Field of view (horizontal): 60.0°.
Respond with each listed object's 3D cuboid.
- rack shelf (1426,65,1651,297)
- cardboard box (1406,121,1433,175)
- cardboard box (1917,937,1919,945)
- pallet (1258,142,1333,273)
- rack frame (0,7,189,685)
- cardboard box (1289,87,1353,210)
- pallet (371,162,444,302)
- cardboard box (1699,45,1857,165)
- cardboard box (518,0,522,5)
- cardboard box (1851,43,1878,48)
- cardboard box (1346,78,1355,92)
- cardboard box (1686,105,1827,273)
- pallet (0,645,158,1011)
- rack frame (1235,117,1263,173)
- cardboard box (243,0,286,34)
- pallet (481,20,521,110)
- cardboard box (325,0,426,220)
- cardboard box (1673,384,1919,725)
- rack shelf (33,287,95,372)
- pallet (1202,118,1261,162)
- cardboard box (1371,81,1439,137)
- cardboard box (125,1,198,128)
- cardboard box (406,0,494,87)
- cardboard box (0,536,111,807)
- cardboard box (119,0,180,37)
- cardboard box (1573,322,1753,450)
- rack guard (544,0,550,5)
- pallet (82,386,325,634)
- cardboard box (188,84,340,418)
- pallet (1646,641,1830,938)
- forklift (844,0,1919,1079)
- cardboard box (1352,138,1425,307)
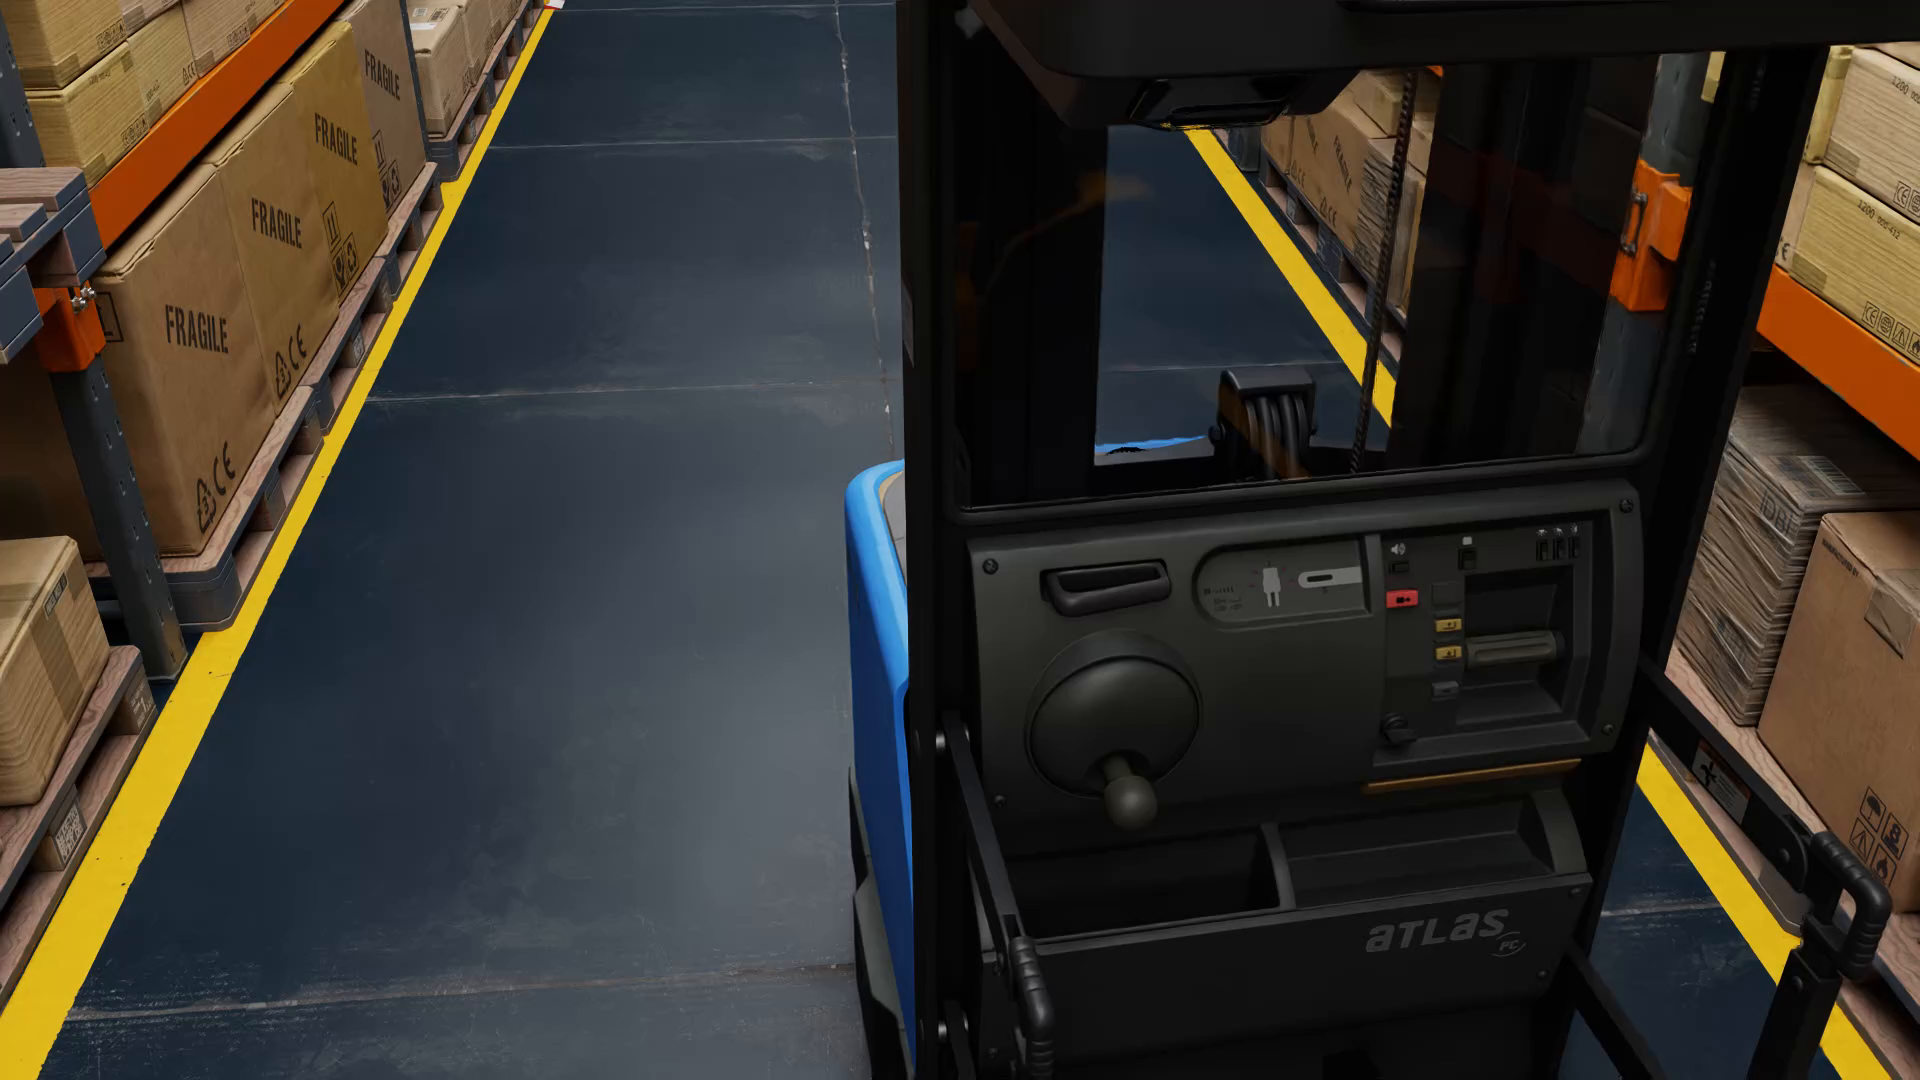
[{"bbox_3d":[2.087,-1.853,6.129,1.077,0.370,4.000,-3,31,-5],"label":"rack shelf"},{"bbox_3d":[1.879,-1.445,6.139,0.380,0.149,0.250,-4,31,-7],"label":"cardboard box"},{"bbox_3d":[2.450,0.695,3.068,0.875,0.625,0.625,-4,31,-7],"label":"cardboard box"},{"bbox_3d":[2.014,-1.572,7.677,1.003,0.211,1.213,-3,31,-5],"label":"pallet"},{"bbox_3d":[-2.668,-0.901,3.833,1.000,3.000,0.127,-3,31,-5],"label":"rack frame"},{"bbox_3d":[1.781,-1.761,7.301,0.500,0.500,0.500,-3,31,-5],"label":"cardboard box"},{"bbox_3d":[-2.895,-1.356,7.314,1.003,0.211,1.213,-3,31,-5],"label":"pallet"},{"bbox_3d":[2.047,-1.052,3.744,0.500,0.250,0.500,-3,31,-5],"label":"cardboard box"},{"bbox_3d":[-3.254,-3.734,10.665,0.875,0.438,0.875,-4,31,-6],"label":"cardboard box"},{"bbox_3d":[2.036,-1.149,3.519,0.380,0.149,0.250,-2,31,-4],"label":"cardboard box"},{"bbox_3d":[1.846,-1.965,7.011,0.380,0.149,0.250,-3,31,-5],"label":"cardboard box"},{"bbox_3d":[2.072,-0.838,3.874,0.500,0.250,0.500,-3,31,-4],"label":"cardboard box"},{"bbox_3d":[-2.596,0.695,3.880,1.003,0.211,1.213,-3,31,-5],"label":"pallet"},{"bbox_3d":[1.900,-3.183,7.654,1.000,3.000,0.127,-3,31,-5],"label":"rack frame"},{"bbox_3d":[-2.622,-1.880,5.618,0.500,0.250,0.500,-3,31,-5],"label":"cardboard box"},{"bbox_3d":[-3.152,-2.762,9.669,1.003,0.211,1.213,-3,31,-5],"label":"pallet"},{"bbox_3d":[-2.904,-1.899,7.166,0.875,0.875,0.875,-2,31,-3],"label":"cardboard box"},{"bbox_3d":[2.318,0.018,4.202,0.875,0.625,0.625,-2,31,-3],"label":"cardboard box"},{"bbox_3d":[-2.481,0.429,2.308,1.077,0.370,4.000,-3,31,-5],"label":"rack shelf"},{"bbox_3d":[1.837,-2.336,8.956,1.003,0.211,1.213,-3,31,-5],"label":"pallet"},{"bbox_3d":[1.853,-1.709,6.582,0.380,0.149,0.250,-2,31,-3],"label":"cardboard box"},{"bbox_3d":[-2.529,-1.360,4.748,0.500,0.250,0.500,-4,31,-6],"label":"cardboard box"},{"bbox_3d":[-3.078,-2.806,9.112,0.875,0.438,0.875,-4,31,-6],"label":"cardboard box"},{"bbox_3d":[-2.625,0.336,3.916,0.950,0.372,0.625,-5,31,-8],"label":"cardboard box"},{"bbox_3d":[-2.517,-1.586,4.638,0.500,0.250,0.500,-2,31,-3],"label":"cardboard box"},{"bbox_3d":[2.020,-0.453,5.112,0.500,0.500,0.500,-2,31,-3],"label":"cardboard box"},{"bbox_3d":[-3.418,-3.925,11.333,1.175,0.500,0.348,-3,31,-5],"label":"rack guard"},{"bbox_3d":[-2.667,-0.110,5.228,1.003,0.211,1.213,-3,31,-5],"label":"pallet"},{"bbox_3d":[-2.729,-0.981,5.630,0.875,0.875,0.875,-2,31,-4],"label":"cardboard box"},{"bbox_3d":[2.312,0.479,4.243,1.003,0.211,1.213,-3,31,-5],"label":"pallet"},{"bbox_3d":[0.517,0.204,2.051,1.130,2.935,3.031,-5,31,-9],"label":"forklift"},{"bbox_3d":[1.865,-1.241,6.430,0.500,0.500,0.500,-4,31,-6],"label":"cardboard box"}]
